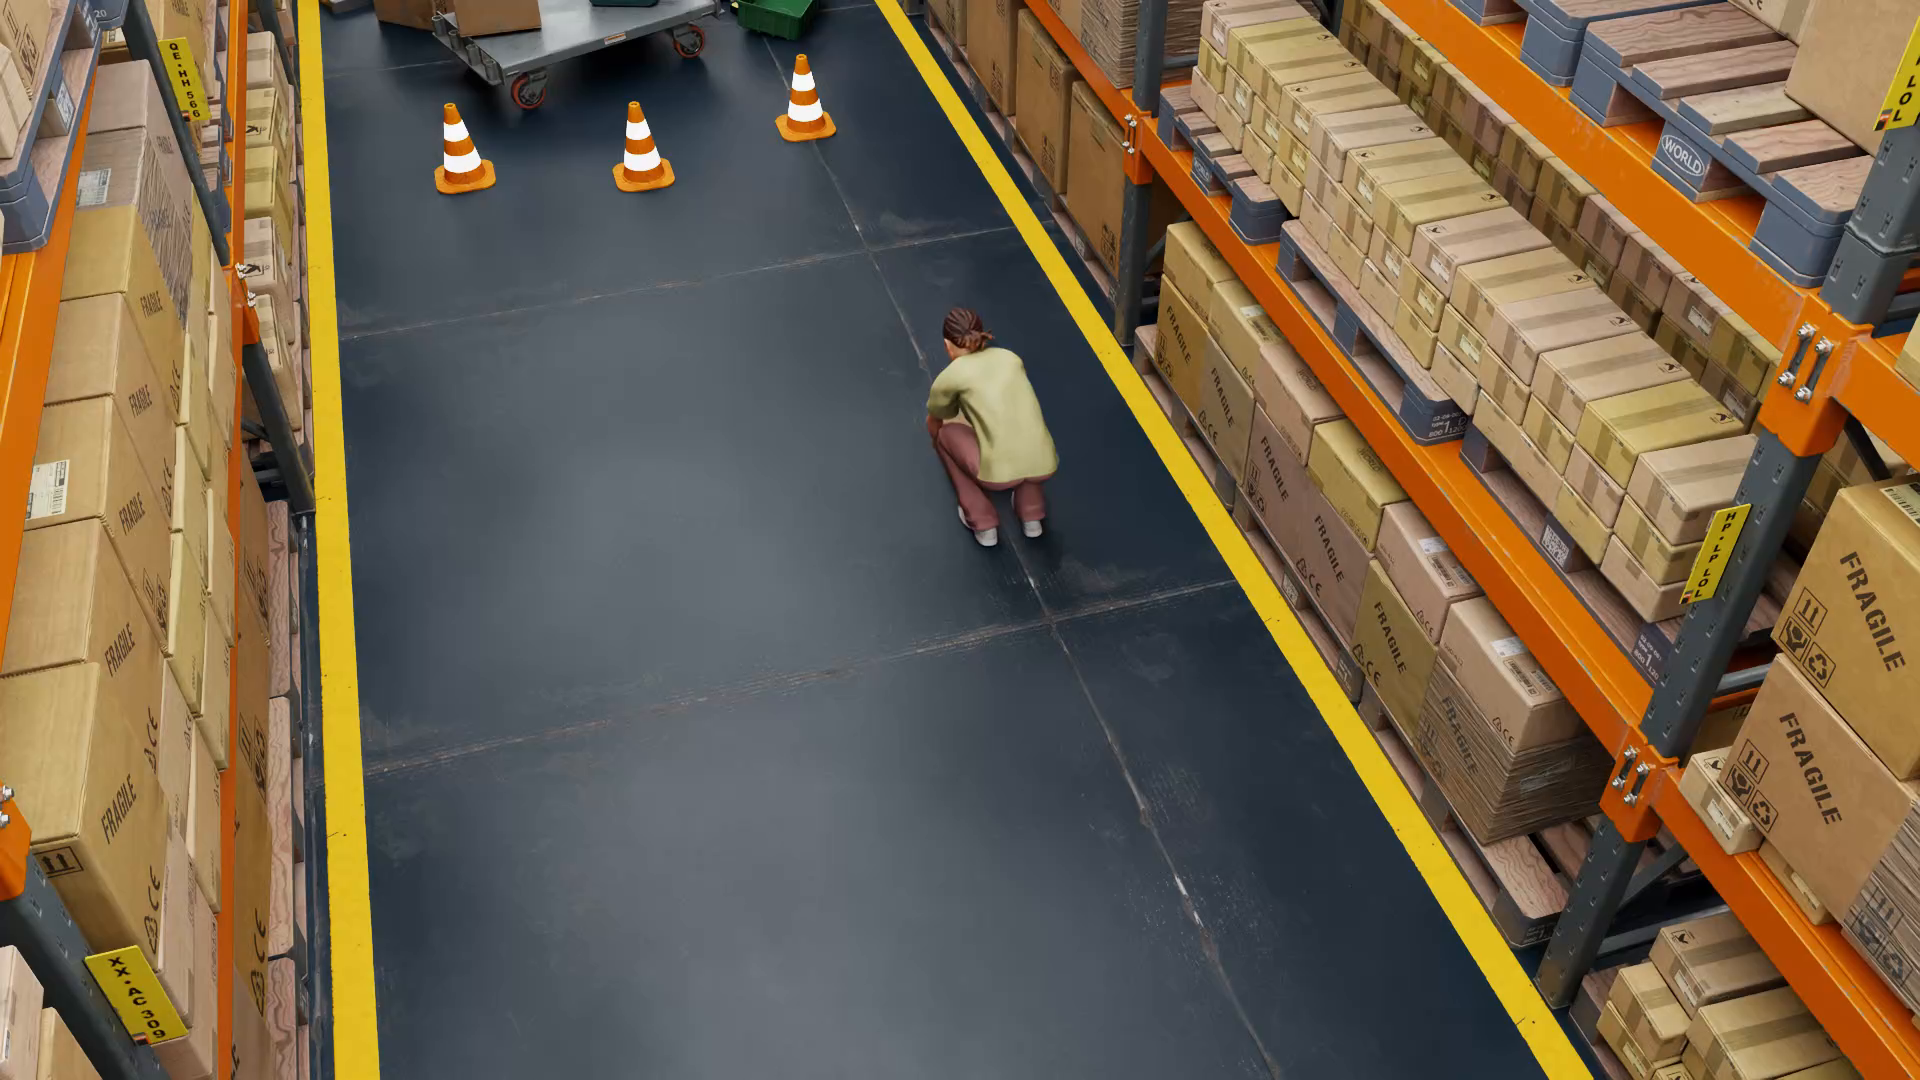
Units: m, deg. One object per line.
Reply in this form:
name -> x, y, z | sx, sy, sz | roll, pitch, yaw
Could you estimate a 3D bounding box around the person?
person -> 0.130, -0.478, 7.270 | 0.489, 0.890, 0.799 | -12, 44, -13
